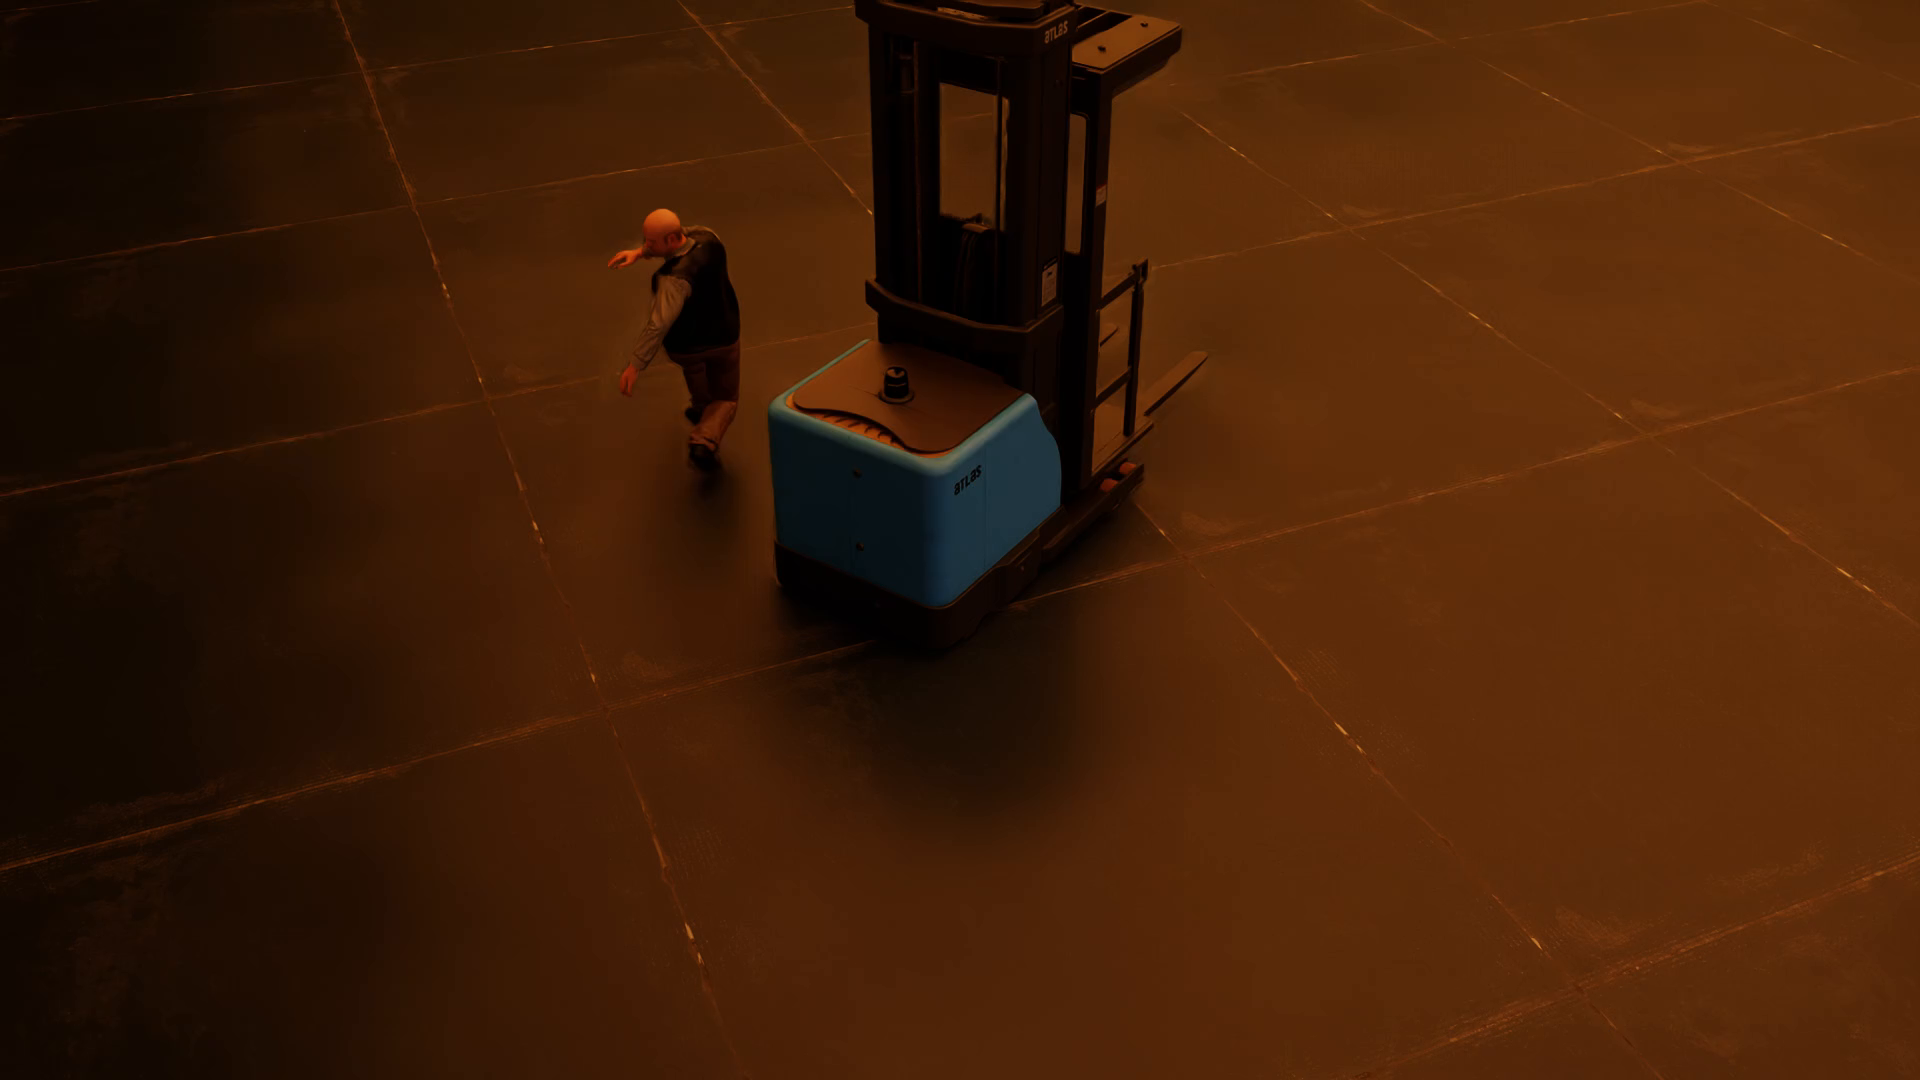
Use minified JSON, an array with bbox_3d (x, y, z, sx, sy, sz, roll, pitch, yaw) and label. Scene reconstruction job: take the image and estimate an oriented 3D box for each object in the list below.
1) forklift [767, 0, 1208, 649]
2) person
[{"bbox_3d":[0.334,-1.496,8.203,1.130,2.935,3.031,22,41,27],"label":"forklift"},{"bbox_3d":[-1.535,-1.096,8.967,0.730,1.494,0.956,-12,37,-16],"label":"person"}]
